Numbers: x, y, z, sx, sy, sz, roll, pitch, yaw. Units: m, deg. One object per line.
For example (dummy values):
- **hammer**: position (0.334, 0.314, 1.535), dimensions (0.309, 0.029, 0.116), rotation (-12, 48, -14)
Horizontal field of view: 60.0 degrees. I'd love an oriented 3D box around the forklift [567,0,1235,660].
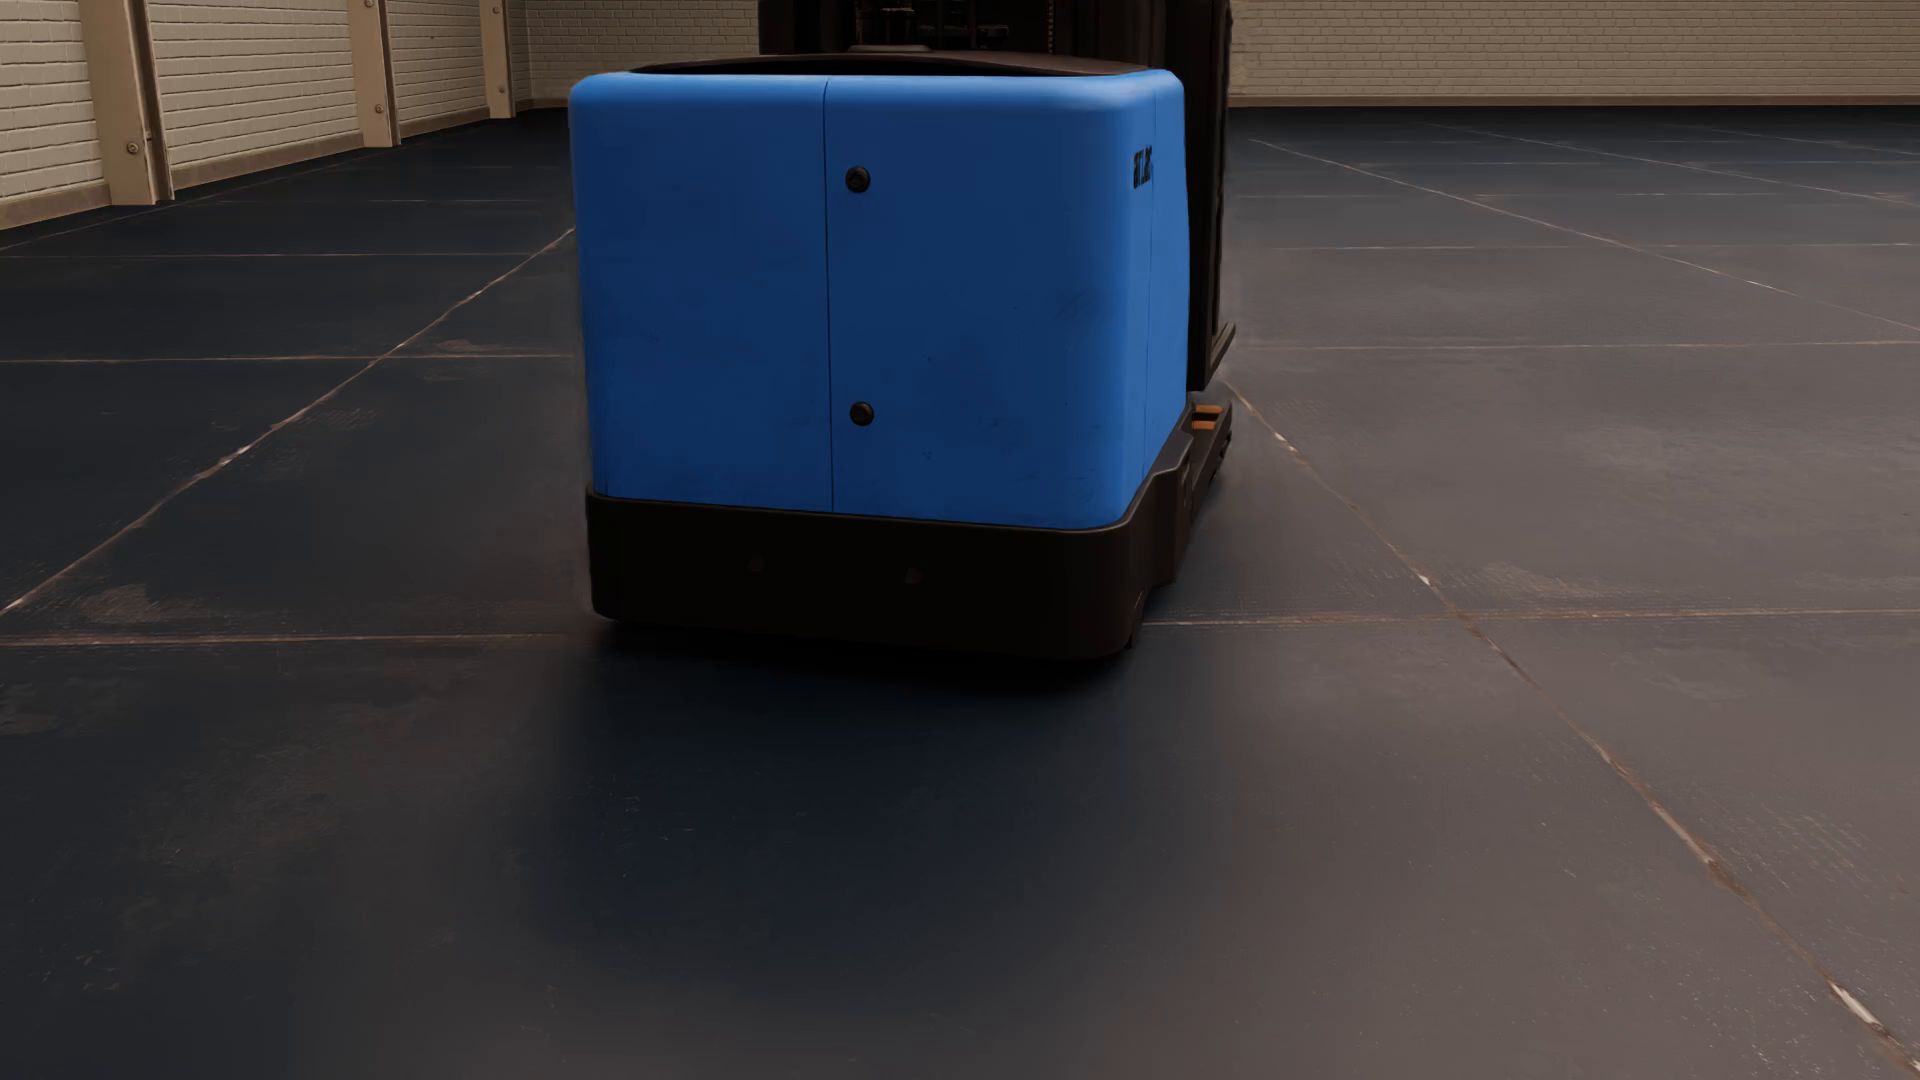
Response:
- **forklift**: position (0.136, -1.577, 4.064), dimensions (1.130, 2.935, 3.031), rotation (4, 18, 13)
